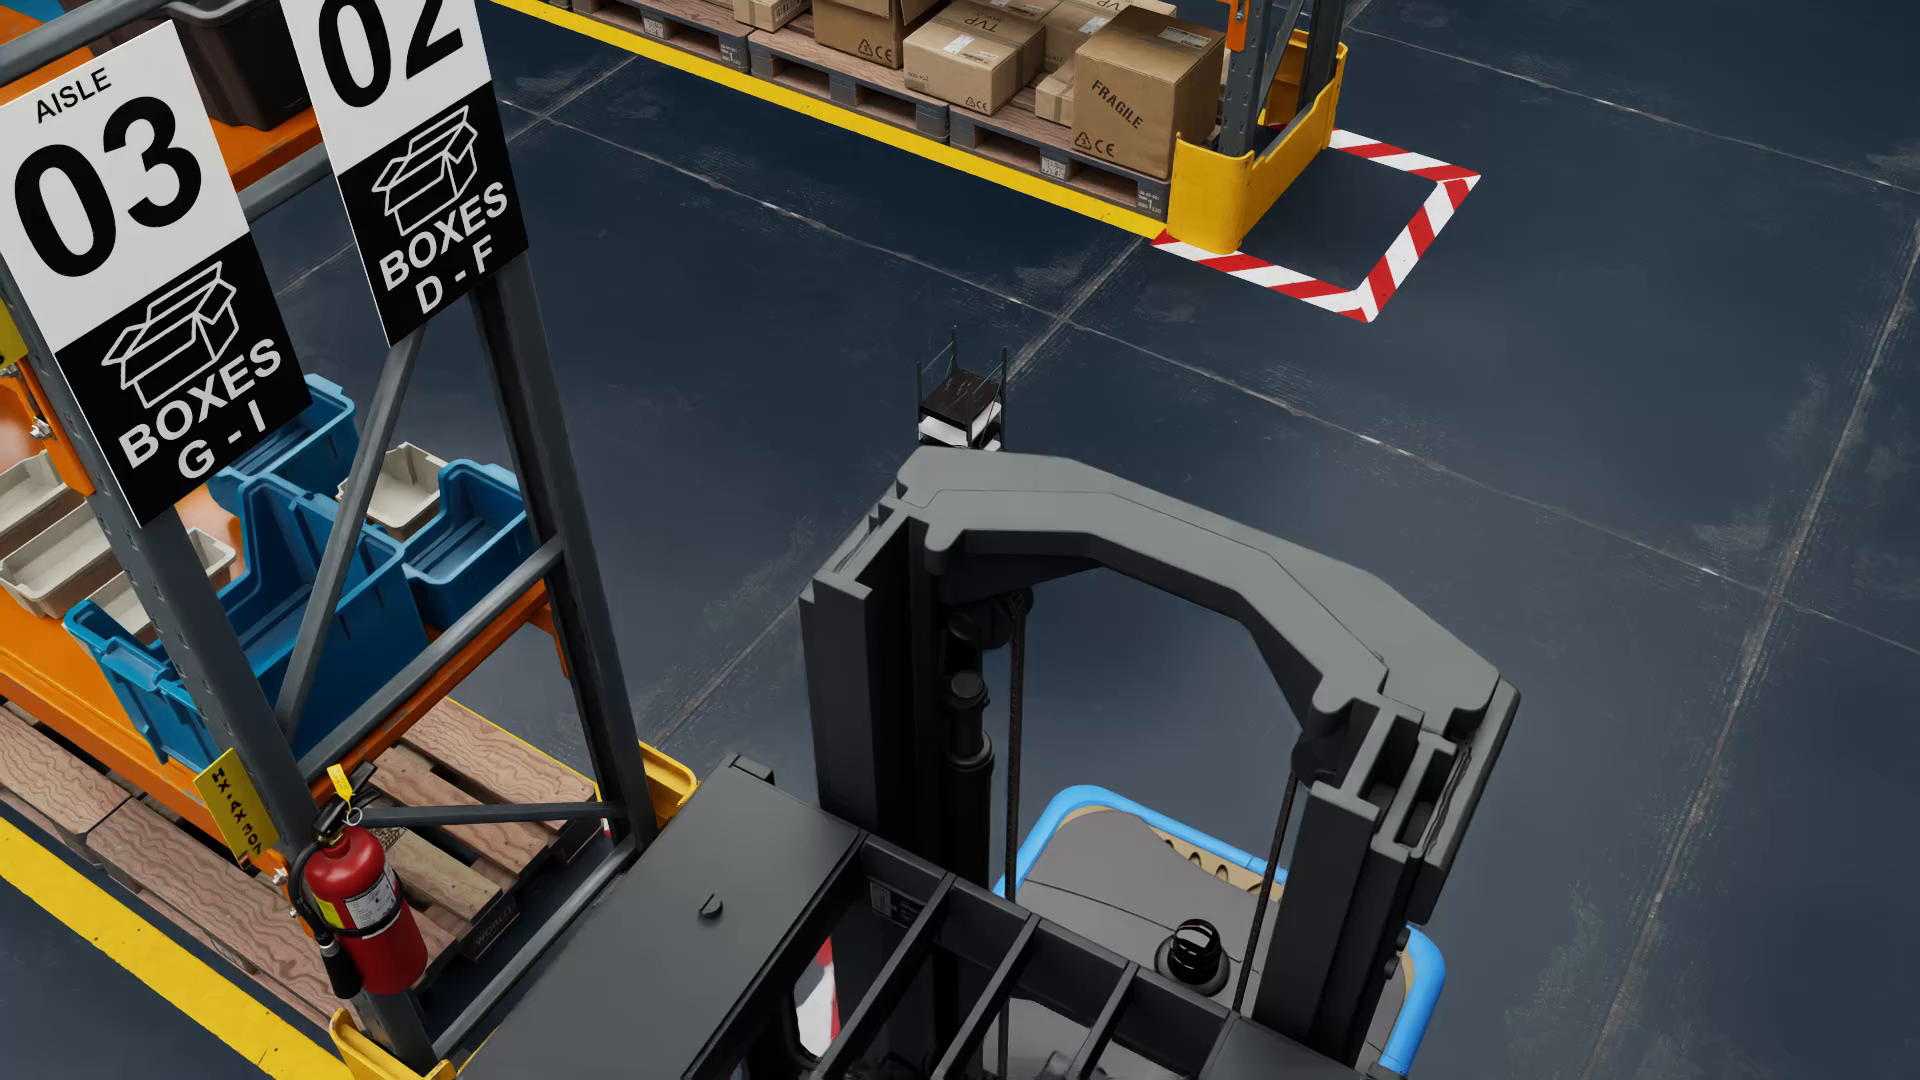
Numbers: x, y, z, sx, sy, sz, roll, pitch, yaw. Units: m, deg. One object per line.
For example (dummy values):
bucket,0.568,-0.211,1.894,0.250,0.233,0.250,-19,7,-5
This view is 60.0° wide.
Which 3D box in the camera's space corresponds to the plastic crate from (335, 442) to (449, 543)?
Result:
plastic crate,-1.488,-0.111,4.408,0.298,0.136,0.250,25,51,22

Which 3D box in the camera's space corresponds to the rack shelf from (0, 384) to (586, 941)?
rack shelf,-2.917,-0.237,4.890,4.000,0.370,1.077,25,51,22

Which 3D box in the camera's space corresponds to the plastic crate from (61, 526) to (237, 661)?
plastic crate,-2.017,0.151,4.153,0.243,0.136,0.396,25,51,22

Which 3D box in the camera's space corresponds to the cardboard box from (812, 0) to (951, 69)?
cardboard box,-0.339,-2.810,8.323,0.637,0.503,0.797,25,51,22

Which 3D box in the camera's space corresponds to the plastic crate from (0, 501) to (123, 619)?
plastic crate,-2.253,0.030,4.271,0.243,0.136,0.396,25,51,22

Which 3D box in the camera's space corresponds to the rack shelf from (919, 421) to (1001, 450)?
rack shelf,0.007,-0.350,5.884,0.200,0.077,0.258,25,51,22

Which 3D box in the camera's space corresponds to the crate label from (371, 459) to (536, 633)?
crate label,-1.263,0.030,4.204,0.303,0.233,0.416,25,51,22

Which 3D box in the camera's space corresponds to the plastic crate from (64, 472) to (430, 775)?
plastic crate,-1.616,0.237,3.862,0.499,0.435,0.616,25,51,22

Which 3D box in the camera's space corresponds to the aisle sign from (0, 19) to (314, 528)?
aisle sign,-1.331,-0.415,2.749,0.004,0.787,0.394,25,51,22

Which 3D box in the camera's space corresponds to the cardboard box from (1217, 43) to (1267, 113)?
cardboard box,1.277,-2.231,8.008,0.250,0.149,0.380,25,51,22

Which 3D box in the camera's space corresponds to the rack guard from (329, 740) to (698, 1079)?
rack guard,-1.206,1.159,4.775,0.348,0.500,1.175,25,51,22

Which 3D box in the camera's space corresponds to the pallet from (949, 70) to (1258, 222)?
pallet,0.709,-2.068,8.112,1.213,0.211,1.003,25,51,22

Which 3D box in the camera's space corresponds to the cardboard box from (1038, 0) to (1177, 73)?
cardboard box,0.719,-2.473,8.172,0.500,0.250,0.500,25,51,22

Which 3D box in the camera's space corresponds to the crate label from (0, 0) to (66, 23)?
crate label,-1.835,-1.259,3.394,0.502,0.251,0.408,25,51,22

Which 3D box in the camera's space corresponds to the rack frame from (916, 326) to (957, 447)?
rack frame,-0.079,-0.350,5.962,0.006,0.900,0.240,25,51,22

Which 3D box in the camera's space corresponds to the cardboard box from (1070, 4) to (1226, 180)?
cardboard box,0.854,-2.046,7.583,0.500,0.500,0.500,25,51,22

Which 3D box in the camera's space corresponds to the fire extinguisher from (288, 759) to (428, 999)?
fire extinguisher,-1.351,0.776,3.718,0.183,0.674,0.296,25,51,22

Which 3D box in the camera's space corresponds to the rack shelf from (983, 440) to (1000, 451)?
rack shelf,0.007,-0.287,5.948,0.200,0.077,0.258,25,51,22

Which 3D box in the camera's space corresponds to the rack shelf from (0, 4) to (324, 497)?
rack shelf,-2.917,-1.282,3.815,4.000,0.370,1.077,25,51,22

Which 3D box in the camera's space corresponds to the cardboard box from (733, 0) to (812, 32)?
cardboard box,-0.953,-2.795,8.543,0.250,0.166,0.380,25,51,22

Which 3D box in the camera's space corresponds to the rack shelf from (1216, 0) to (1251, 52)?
rack shelf,-0.239,-3.226,7.795,4.000,0.370,1.077,25,51,22

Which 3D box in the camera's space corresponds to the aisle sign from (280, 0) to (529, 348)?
aisle sign,-1.012,-0.771,3.095,0.004,0.787,0.394,25,51,22

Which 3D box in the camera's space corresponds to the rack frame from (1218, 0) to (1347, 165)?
rack frame,1.444,-2.702,6.784,0.127,3.000,1.000,25,51,22

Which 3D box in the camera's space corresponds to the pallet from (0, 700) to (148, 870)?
pallet,-2.929,0.443,5.672,1.213,0.211,1.003,25,51,22

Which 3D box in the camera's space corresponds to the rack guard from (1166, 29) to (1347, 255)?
rack guard,1.380,-1.860,7.709,0.348,0.500,1.175,25,51,22

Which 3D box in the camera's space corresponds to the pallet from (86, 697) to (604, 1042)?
pallet,-1.906,0.916,5.213,1.213,0.211,1.003,25,51,22

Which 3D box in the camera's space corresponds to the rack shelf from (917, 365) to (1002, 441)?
rack shelf,0.007,-0.475,5.754,0.200,0.077,0.258,25,51,22

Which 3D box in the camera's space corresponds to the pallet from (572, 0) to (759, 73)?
pallet,-1.345,-3.012,9.030,1.213,0.211,1.003,25,51,22

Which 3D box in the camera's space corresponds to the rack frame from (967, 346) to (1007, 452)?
rack frame,0.092,-0.271,5.886,0.006,0.900,0.240,25,51,22

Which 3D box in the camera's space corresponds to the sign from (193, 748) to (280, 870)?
sign,-1.516,0.568,3.493,0.005,0.325,0.100,25,51,22

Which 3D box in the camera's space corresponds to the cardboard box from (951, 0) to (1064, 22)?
cardboard box,0.298,-2.666,8.360,0.500,0.250,0.500,25,51,22

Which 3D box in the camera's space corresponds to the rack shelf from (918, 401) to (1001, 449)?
rack shelf,0.007,-0.413,5.819,0.200,0.077,0.258,25,51,22

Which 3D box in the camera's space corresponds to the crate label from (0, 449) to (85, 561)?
crate label,-2.501,-0.063,4.361,0.243,0.136,0.396,25,51,22

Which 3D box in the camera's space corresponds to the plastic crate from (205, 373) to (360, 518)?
plastic crate,-1.817,-0.225,4.452,0.300,0.233,0.416,25,51,22

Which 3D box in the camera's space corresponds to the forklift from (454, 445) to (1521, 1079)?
forklift,-0.026,1.409,2.837,1.130,2.935,3.031,22,50,20

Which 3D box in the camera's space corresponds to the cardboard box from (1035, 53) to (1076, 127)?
cardboard box,0.561,-2.141,7.908,0.250,0.166,0.380,25,51,22

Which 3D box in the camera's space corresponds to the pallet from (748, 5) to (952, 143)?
pallet,-0.314,-2.541,8.572,1.213,0.211,1.003,25,51,22

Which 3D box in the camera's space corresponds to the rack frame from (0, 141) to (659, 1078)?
rack frame,-1.233,0.287,3.880,0.127,3.000,1.000,25,51,22

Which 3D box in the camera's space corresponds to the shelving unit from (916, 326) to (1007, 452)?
shelving unit,0.007,-0.310,5.924,0.210,0.900,0.258,25,51,22

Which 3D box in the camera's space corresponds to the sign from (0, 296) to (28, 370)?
sign,-1.516,-0.384,2.513,0.005,0.325,0.100,25,51,22

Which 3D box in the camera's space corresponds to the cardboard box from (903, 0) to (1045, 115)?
cardboard box,0.070,-2.345,8.048,0.500,0.250,0.500,25,51,22

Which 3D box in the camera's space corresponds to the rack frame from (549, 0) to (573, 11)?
rack frame,-1.923,-4.251,8.289,0.127,3.000,1.000,25,51,22

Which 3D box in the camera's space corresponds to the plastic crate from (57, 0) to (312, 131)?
plastic crate,-1.407,-1.030,3.159,0.590,0.269,0.497,25,51,22
